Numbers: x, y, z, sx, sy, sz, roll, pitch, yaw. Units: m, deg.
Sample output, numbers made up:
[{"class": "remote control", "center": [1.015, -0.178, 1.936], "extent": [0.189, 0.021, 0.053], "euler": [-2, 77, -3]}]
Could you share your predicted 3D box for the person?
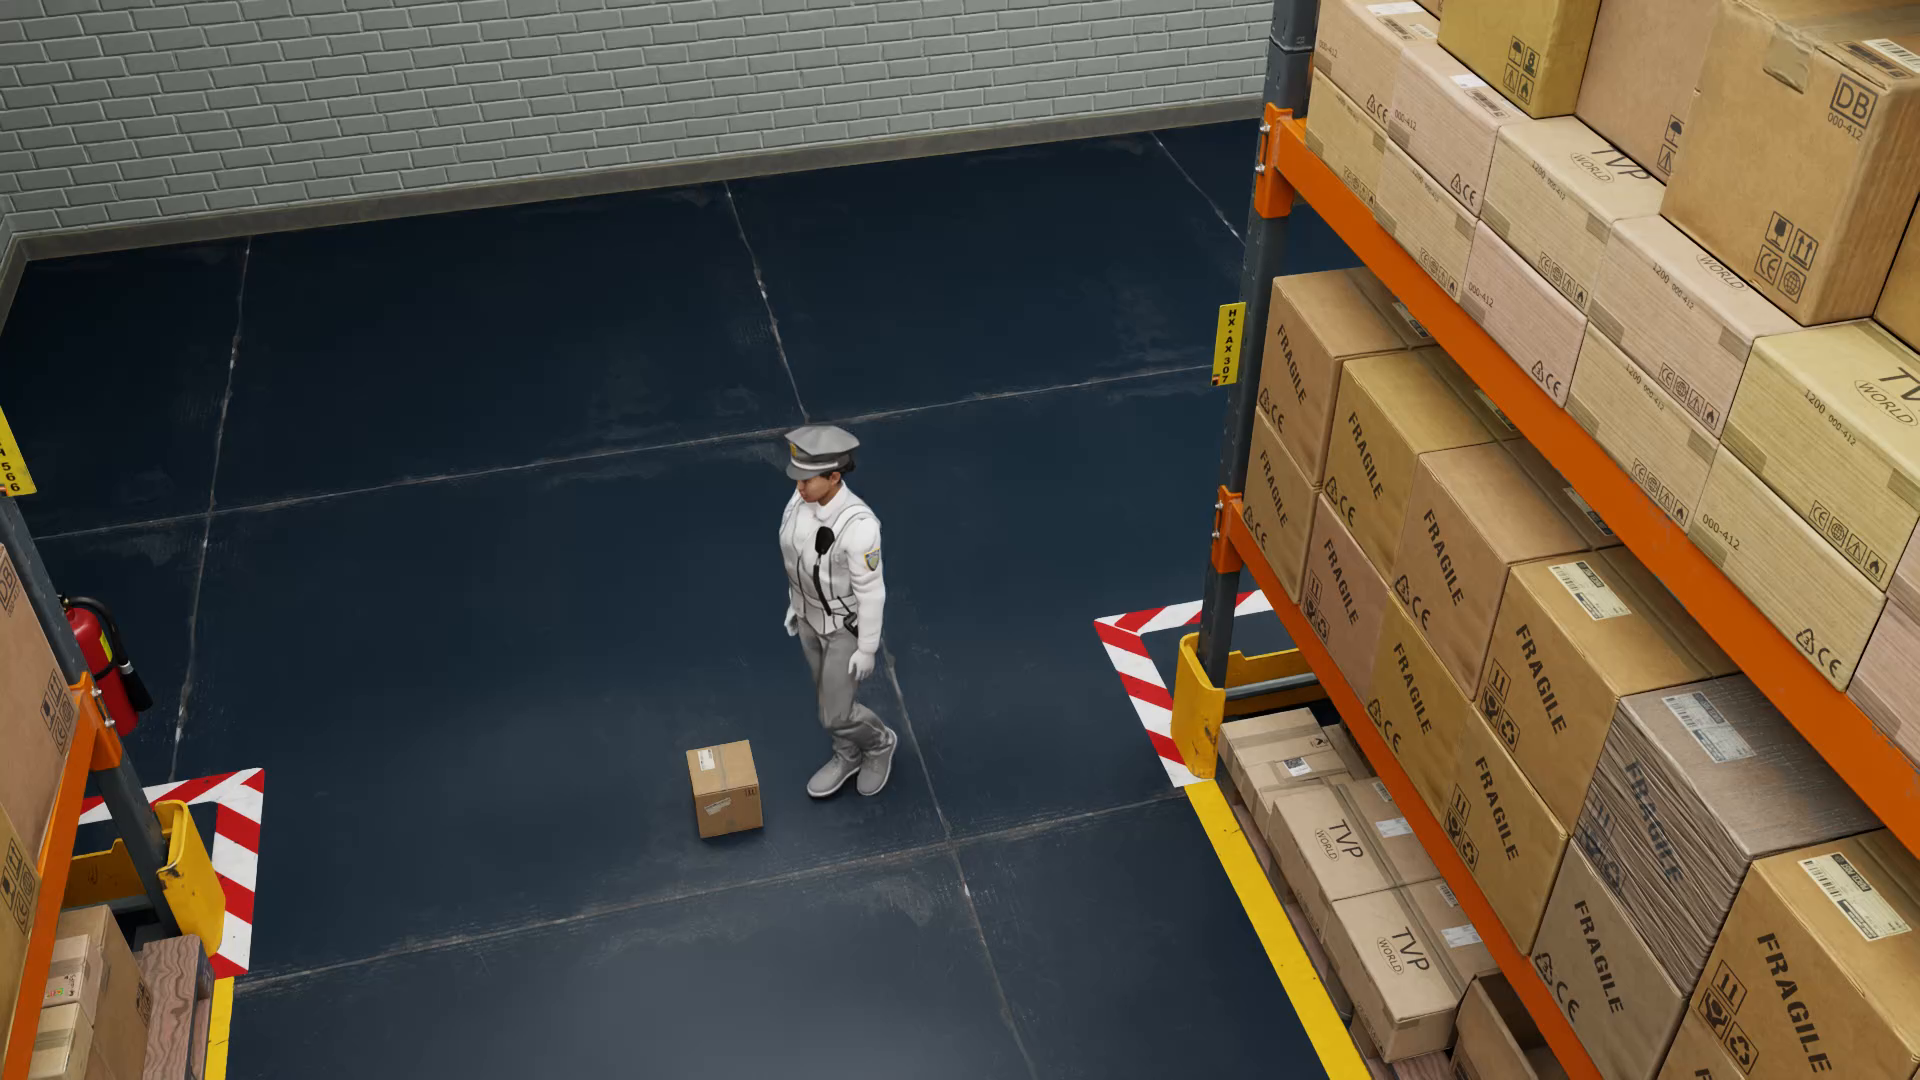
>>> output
[{"class": "person", "center": [-0.463, 0.310, 6.307], "extent": [0.389, 1.692, 0.517], "euler": [-27, 46, -30]}]
